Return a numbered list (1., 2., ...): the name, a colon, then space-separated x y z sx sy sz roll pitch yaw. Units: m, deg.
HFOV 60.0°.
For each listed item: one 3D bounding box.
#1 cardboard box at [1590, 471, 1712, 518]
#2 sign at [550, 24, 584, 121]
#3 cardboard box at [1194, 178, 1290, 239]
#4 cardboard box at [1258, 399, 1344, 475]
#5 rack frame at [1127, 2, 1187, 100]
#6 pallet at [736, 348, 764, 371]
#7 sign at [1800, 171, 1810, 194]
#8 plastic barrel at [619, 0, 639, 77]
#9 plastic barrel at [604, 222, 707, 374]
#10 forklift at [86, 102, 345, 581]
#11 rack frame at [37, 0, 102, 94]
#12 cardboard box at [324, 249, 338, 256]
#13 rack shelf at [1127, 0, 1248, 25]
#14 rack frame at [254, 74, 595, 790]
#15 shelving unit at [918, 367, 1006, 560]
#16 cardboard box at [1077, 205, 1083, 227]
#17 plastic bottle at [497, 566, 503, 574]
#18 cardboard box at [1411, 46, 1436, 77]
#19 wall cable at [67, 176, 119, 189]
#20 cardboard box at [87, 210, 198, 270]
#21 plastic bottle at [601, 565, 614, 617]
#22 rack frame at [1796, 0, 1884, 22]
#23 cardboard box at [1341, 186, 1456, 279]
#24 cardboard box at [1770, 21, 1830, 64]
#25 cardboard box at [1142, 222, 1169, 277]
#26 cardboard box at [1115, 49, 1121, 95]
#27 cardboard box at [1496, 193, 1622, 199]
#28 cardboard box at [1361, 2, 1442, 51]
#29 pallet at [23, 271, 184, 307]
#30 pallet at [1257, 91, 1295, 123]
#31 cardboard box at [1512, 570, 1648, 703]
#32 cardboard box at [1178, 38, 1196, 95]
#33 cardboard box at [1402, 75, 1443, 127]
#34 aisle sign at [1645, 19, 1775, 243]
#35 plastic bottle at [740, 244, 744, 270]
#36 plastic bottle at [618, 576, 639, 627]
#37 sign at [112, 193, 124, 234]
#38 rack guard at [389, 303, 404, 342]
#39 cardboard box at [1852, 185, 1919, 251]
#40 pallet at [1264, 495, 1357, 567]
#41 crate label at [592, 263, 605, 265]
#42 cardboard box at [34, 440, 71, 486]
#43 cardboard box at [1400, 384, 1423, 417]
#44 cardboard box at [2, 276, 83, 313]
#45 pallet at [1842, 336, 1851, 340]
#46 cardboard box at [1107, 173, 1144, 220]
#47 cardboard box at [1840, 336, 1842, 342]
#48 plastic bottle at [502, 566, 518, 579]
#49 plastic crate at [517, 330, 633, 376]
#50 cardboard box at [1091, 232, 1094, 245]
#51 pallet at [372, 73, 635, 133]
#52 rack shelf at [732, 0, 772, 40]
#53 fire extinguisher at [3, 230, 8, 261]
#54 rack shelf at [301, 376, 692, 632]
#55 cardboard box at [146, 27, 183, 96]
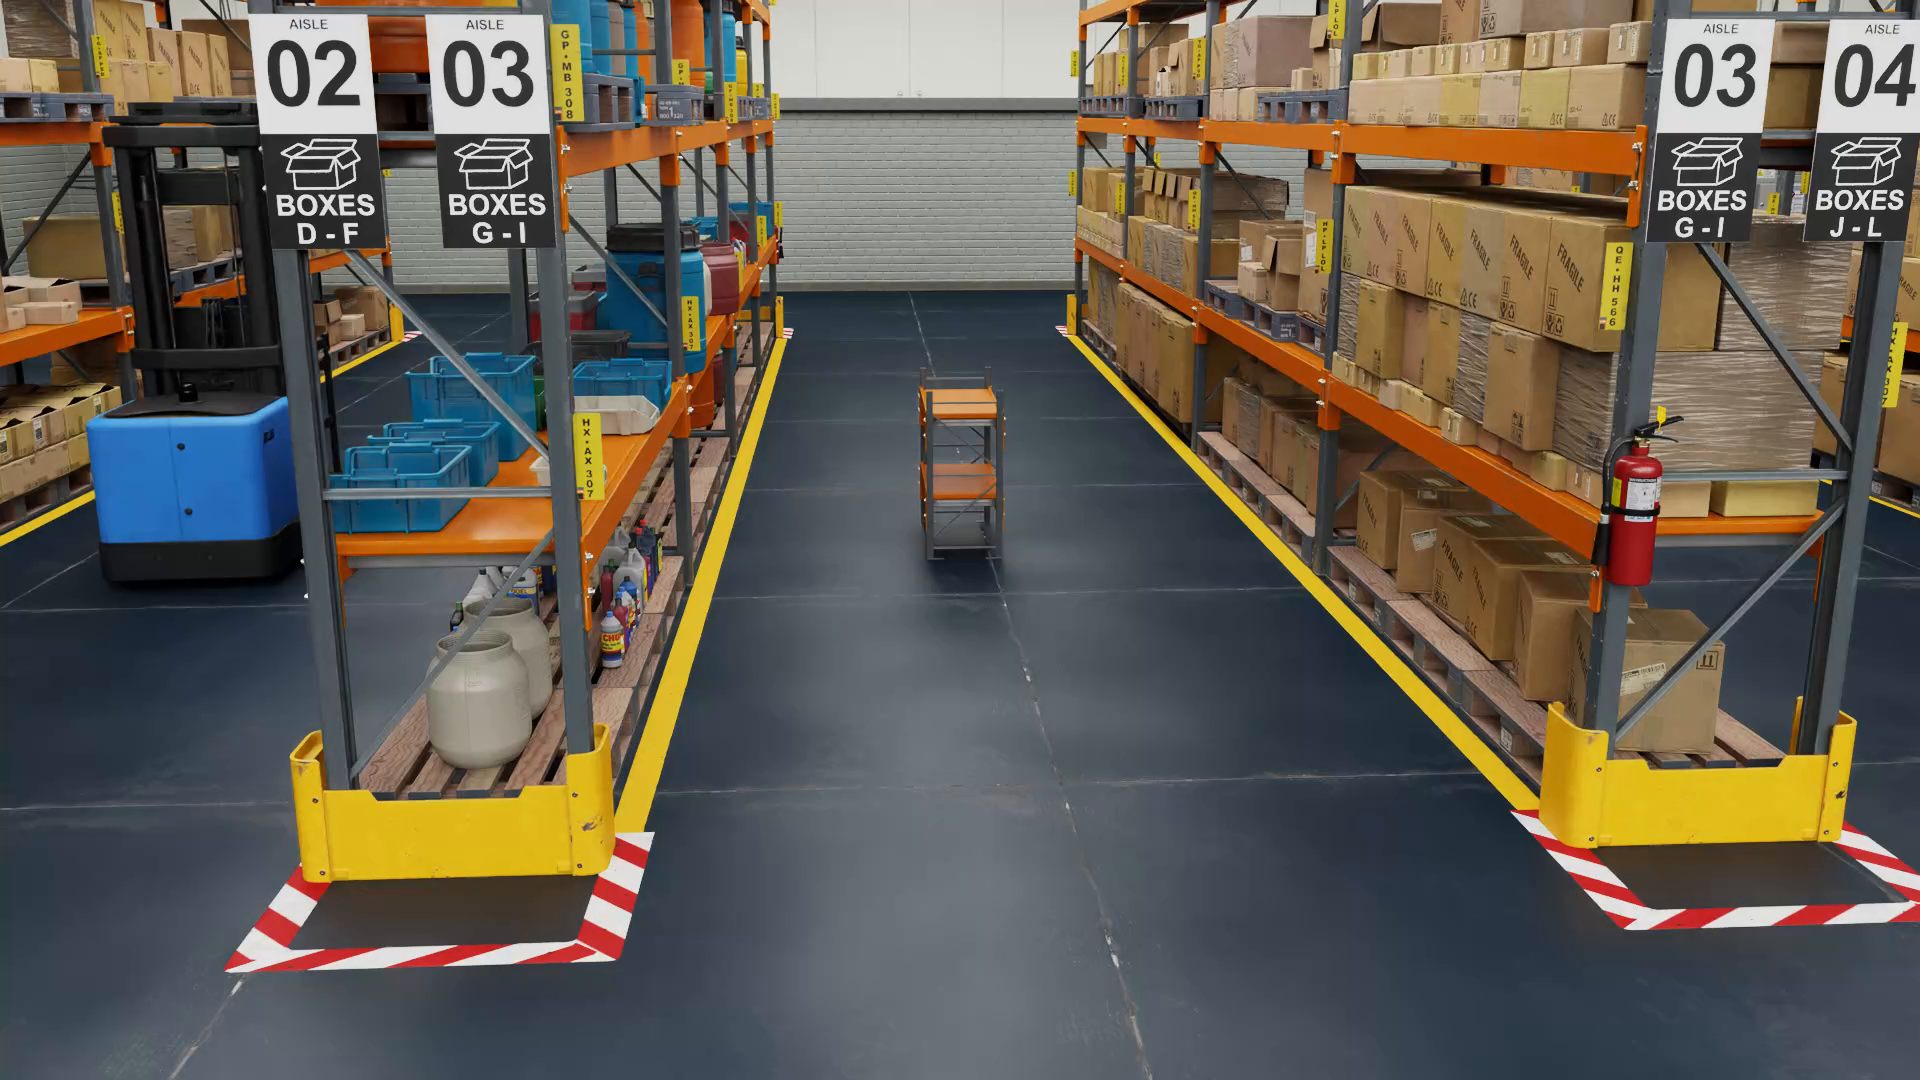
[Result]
1. cardboard box: 2.798 -0.189 6.745 0.380 0.149 0.250 -1 14 -3
2. sign: -1.372 -1.631 5.808 0.100 0.325 0.005 -1 14 -3
3. cardboard box: 2.497 -2.949 14.754 0.797 0.503 0.637 0 14 -2
4. cardboard box: 2.677 -0.790 12.711 0.700 0.500 0.500 0 14 1
5. rack frame: 2.278 -6.133 17.302 1.000 3.000 0.127 -1 14 -3
6. pallet: -2.749 -1.983 18.809 1.003 0.211 1.213 -1 14 -3
7. sign: 11.367 -4.826 22.366 0.100 0.325 0.005 -1 14 -3
8. plastic barrel: -2.499 -3.305 11.327 0.600 0.901 0.708 -1 14 -3
9. plastic barrel: -1.891 -1.505 10.349 0.600 0.901 0.708 -1 14 -3
10. forklift: -4.948 -1.482 11.403 1.130 2.935 3.031 -2 15 -6
11. rack frame: -7.361 -4.986 12.845 1.000 3.000 0.127 -1 14 -3
12. cardboard box: -7.433 -3.506 18.934 0.500 0.500 0.500 -1 14 -4
13. rack shelf: 2.402 -5.093 15.509 1.077 0.370 4.000 -1 14 -3
14. rack frame: -1.922 -0.166 6.154 1.000 3.000 0.127 -1 14 -3
15. shelving unit: 0.000 -0.546 11.393 0.538 1.125 1.048 -1 14 -3
16. cardboard box: 1.791 -4.170 21.418 0.500 0.250 0.500 -1 14 -5
17. plastic bottle: -2.553 0.237 9.154 0.061 0.283 0.133 0 14 -1
18. cardboard box: 2.554 -2.464 8.566 0.380 0.149 0.250 -1 14 -4
19. wall cable: -12.795 -6.806 26.153 3.097 2.526 0.112 -1 14 -3
20. cardboard box: -7.379 -2.718 15.025 0.700 0.500 0.500 2 15 7
21. plastic bottle: -1.910 0.267 9.037 0.061 0.283 0.133 -1 14 -3
22. rack frame: 7.483 -5.189 13.636 1.000 3.000 0.127 -1 14 -3
23. cardboard box: 2.548 -1.799 9.693 0.500 0.500 0.500 -1 14 -3
24. cardboard box: 3.235 -1.888 6.326 0.380 0.149 0.250 -1 14 -4
25. cardboard box: 2.120 -2.908 16.608 0.500 0.500 0.500 -1 14 -5
26. cardboard box: 2.141 -5.308 18.872 0.700 0.500 0.500 0 14 -1
27. cardboard box: 3.139 -1.558 8.758 0.500 0.500 0.500 -1 14 -3
28. cardboard box: 2.844 -3.062 10.339 0.797 0.503 0.637 -2 15 -6
29. pallet: -7.473 -2.155 14.268 1.213 0.211 1.003 -1 14 -3
30. pallet: 2.775 -3.013 11.572 1.213 0.211 1.003 -1 14 -3
31. cardboard box: 2.929 0.461 7.890 0.500 0.500 0.500 3 15 11
32. cardboard box: 2.275 -4.301 15.159 0.500 0.500 0.500 0 14 0
33. cardboard box: 2.604 -2.247 8.520 0.500 0.250 0.500 -1 15 -6
34. aisle sign: 2.726 -1.482 6.049 0.394 0.787 0.004 -1 14 -3
35. plastic bottle: -2.296 -2.907 17.054 0.152 0.276 0.135 -1 14 -3
36. plastic bottle: -1.763 0.326 8.834 0.097 0.271 0.097 0 14 0
37. sign: -6.808 -2.651 13.485 0.100 0.325 0.005 -1 14 -3
38. rack guard: -7.852 -2.841 21.564 1.175 0.500 0.348 -1 14 -3
39. cardboard box: 7.533 -2.579 13.323 0.700 0.500 0.500 -1 14 -4
40. pallet: 2.724 -0.081 11.417 1.003 0.211 1.213 -1 14 -3
41. crate label: -2.626 -1.922 12.905 0.502 0.435 0.616 -1 14 -3
42. cardboard box: -7.022 -0.572 12.405 0.500 0.250 0.500 -1 14 -2
43. cardboard box: 2.589 -0.747 8.916 0.380 0.149 0.250 -1 14 -3
44. cardboard box: -7.383 -1.946 13.250 0.500 0.311 0.500 0 14 0
45. pallet: 12.049 -2.827 22.090 1.003 0.211 1.213 -1 14 -3
46. cardboard box: 1.956 -3.897 18.851 0.500 0.500 0.500 -1 14 -3
47. cardboard box: 7.682 -1.815 15.230 0.500 0.250 0.500 -2 15 -6
48. plastic bottle: -2.476 0.237 9.178 0.097 0.271 0.097 0 14 0
49. plastic crate: -2.264 -0.999 9.514 0.767 0.338 0.504 -1 14 -3
50. cardboard box: 1.805 -3.687 20.342 0.380 0.149 0.250 -1 14 -4
51. pallet: -1.875 -1.735 6.609 1.003 0.211 1.213 -1 14 -3
52. rack shelf: -2.789 -6.012 19.078 1.077 0.370 4.000 -1 14 -3
53. fire extinguisher: -12.350 -3.819 21.254 0.296 0.674 0.183 -1 14 -3
54. rack shelf: -2.046 -0.315 8.176 1.077 0.370 4.000 -1 14 -3
55. cardboard box: -7.566 -4.370 15.228 0.600 0.600 0.600 -1 15 -6
